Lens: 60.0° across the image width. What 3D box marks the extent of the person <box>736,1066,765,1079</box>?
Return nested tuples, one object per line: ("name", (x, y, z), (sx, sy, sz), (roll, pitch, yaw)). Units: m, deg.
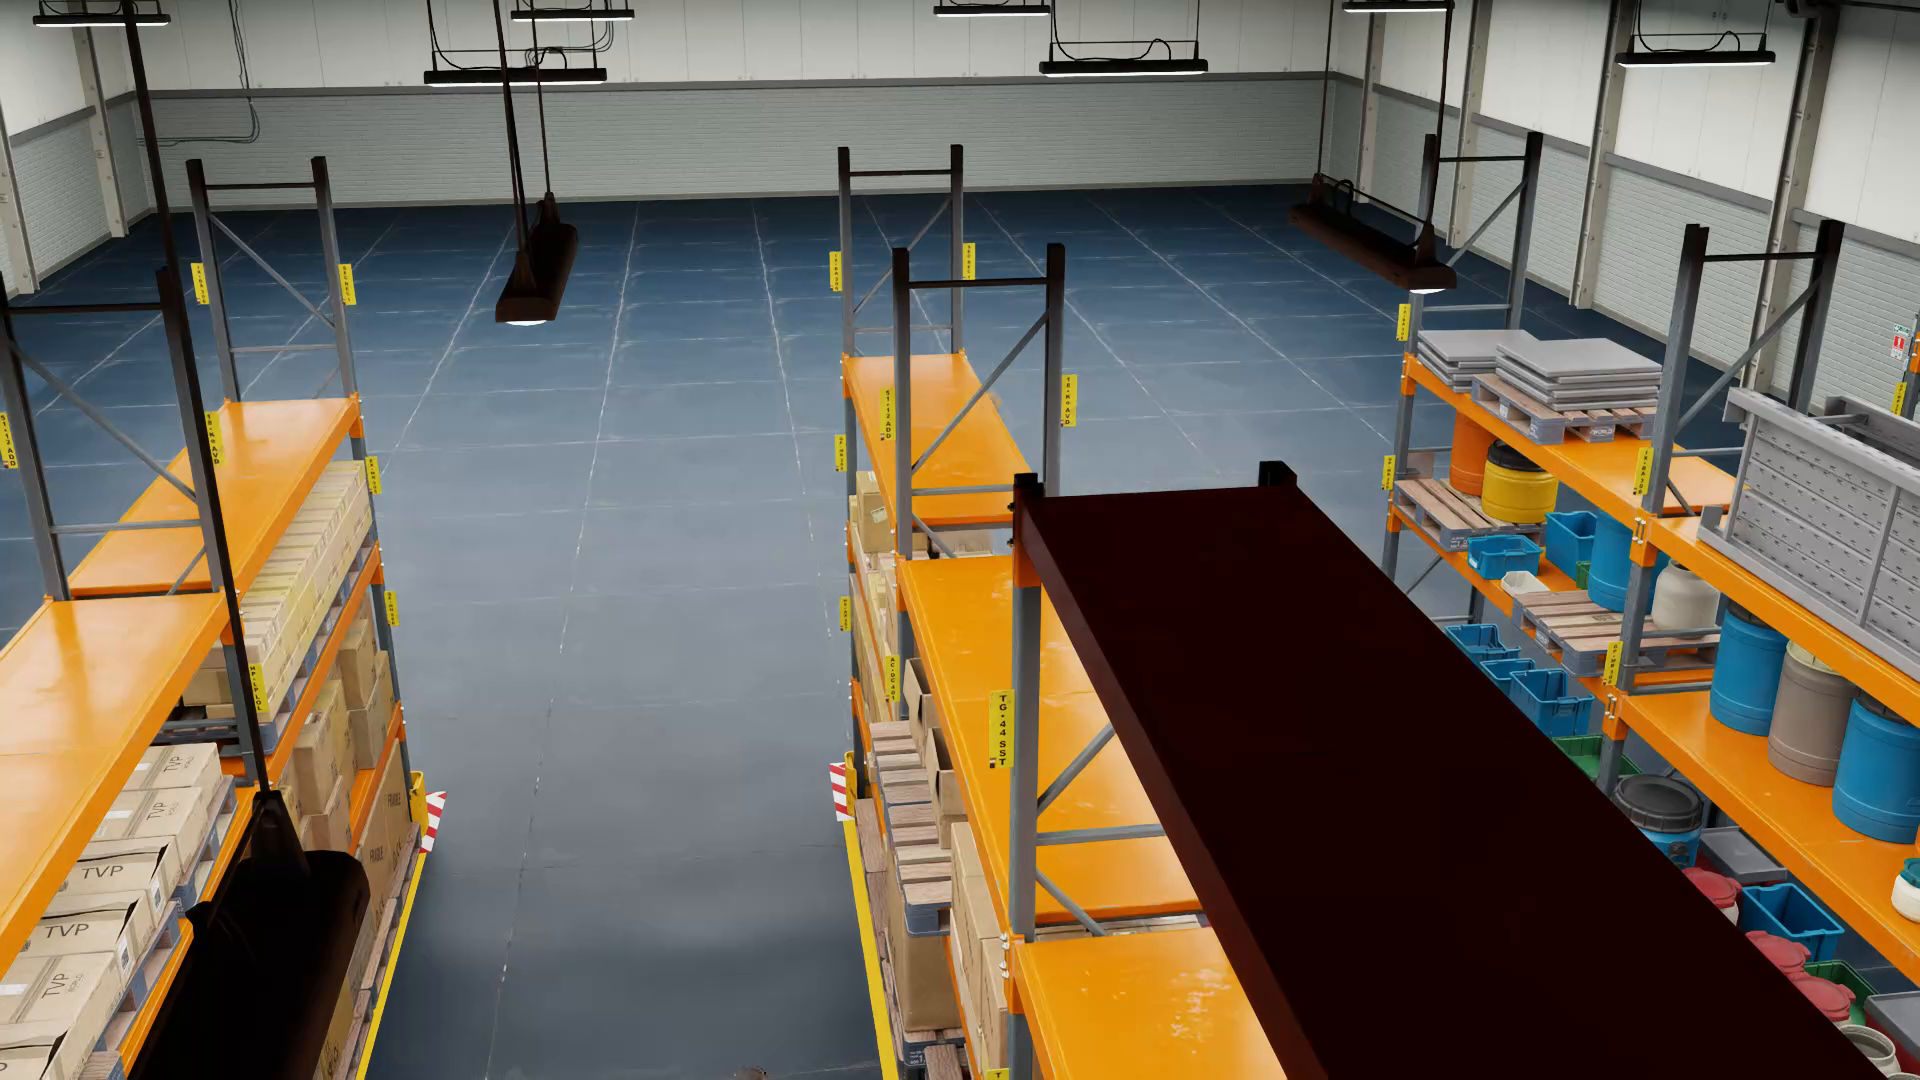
("person", (-1.201, 3.784, 9.917), (0.576, 1.599, 0.946), (-2, 22, -5))
